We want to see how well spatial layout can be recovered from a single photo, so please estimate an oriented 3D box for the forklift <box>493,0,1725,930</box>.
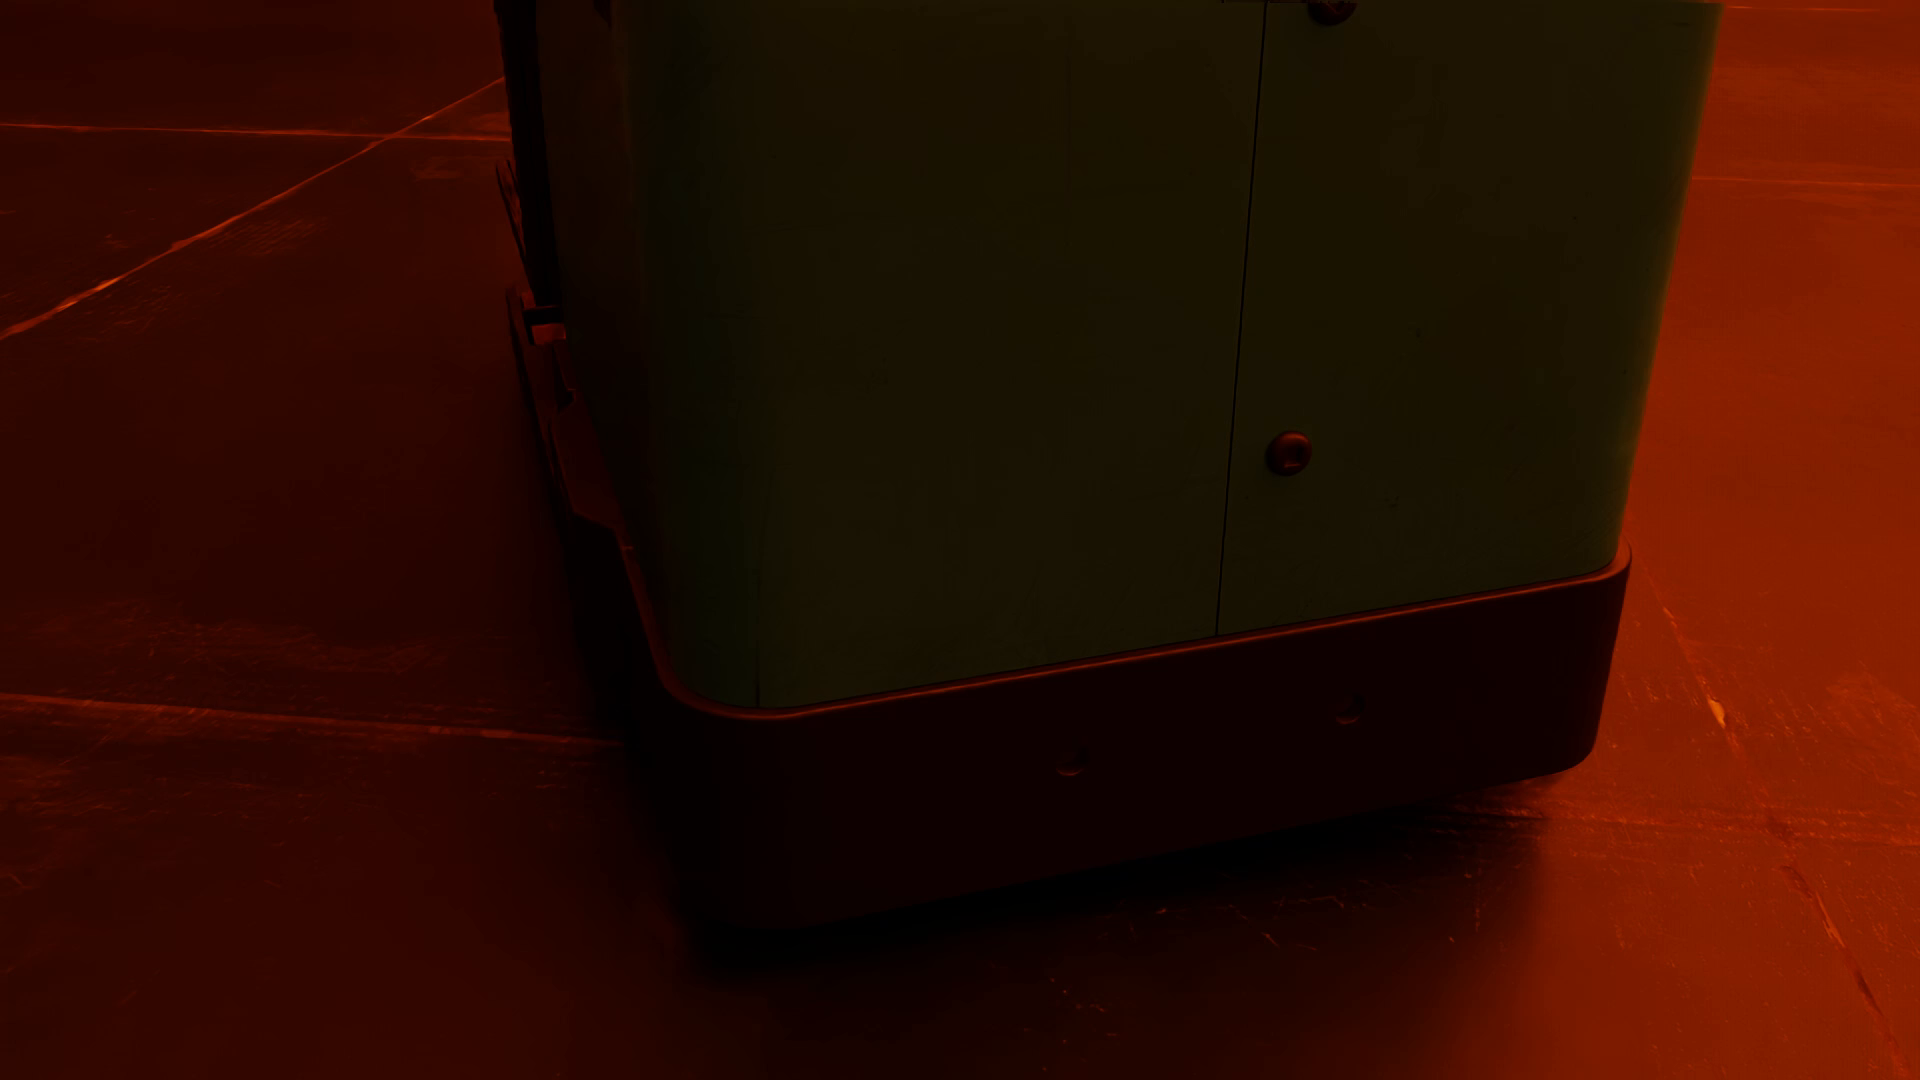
[{"bbox_3d":[-0.212,-1.576,2.377,1.130,2.935,3.031,-8,28,-16],"label":"forklift"}]
